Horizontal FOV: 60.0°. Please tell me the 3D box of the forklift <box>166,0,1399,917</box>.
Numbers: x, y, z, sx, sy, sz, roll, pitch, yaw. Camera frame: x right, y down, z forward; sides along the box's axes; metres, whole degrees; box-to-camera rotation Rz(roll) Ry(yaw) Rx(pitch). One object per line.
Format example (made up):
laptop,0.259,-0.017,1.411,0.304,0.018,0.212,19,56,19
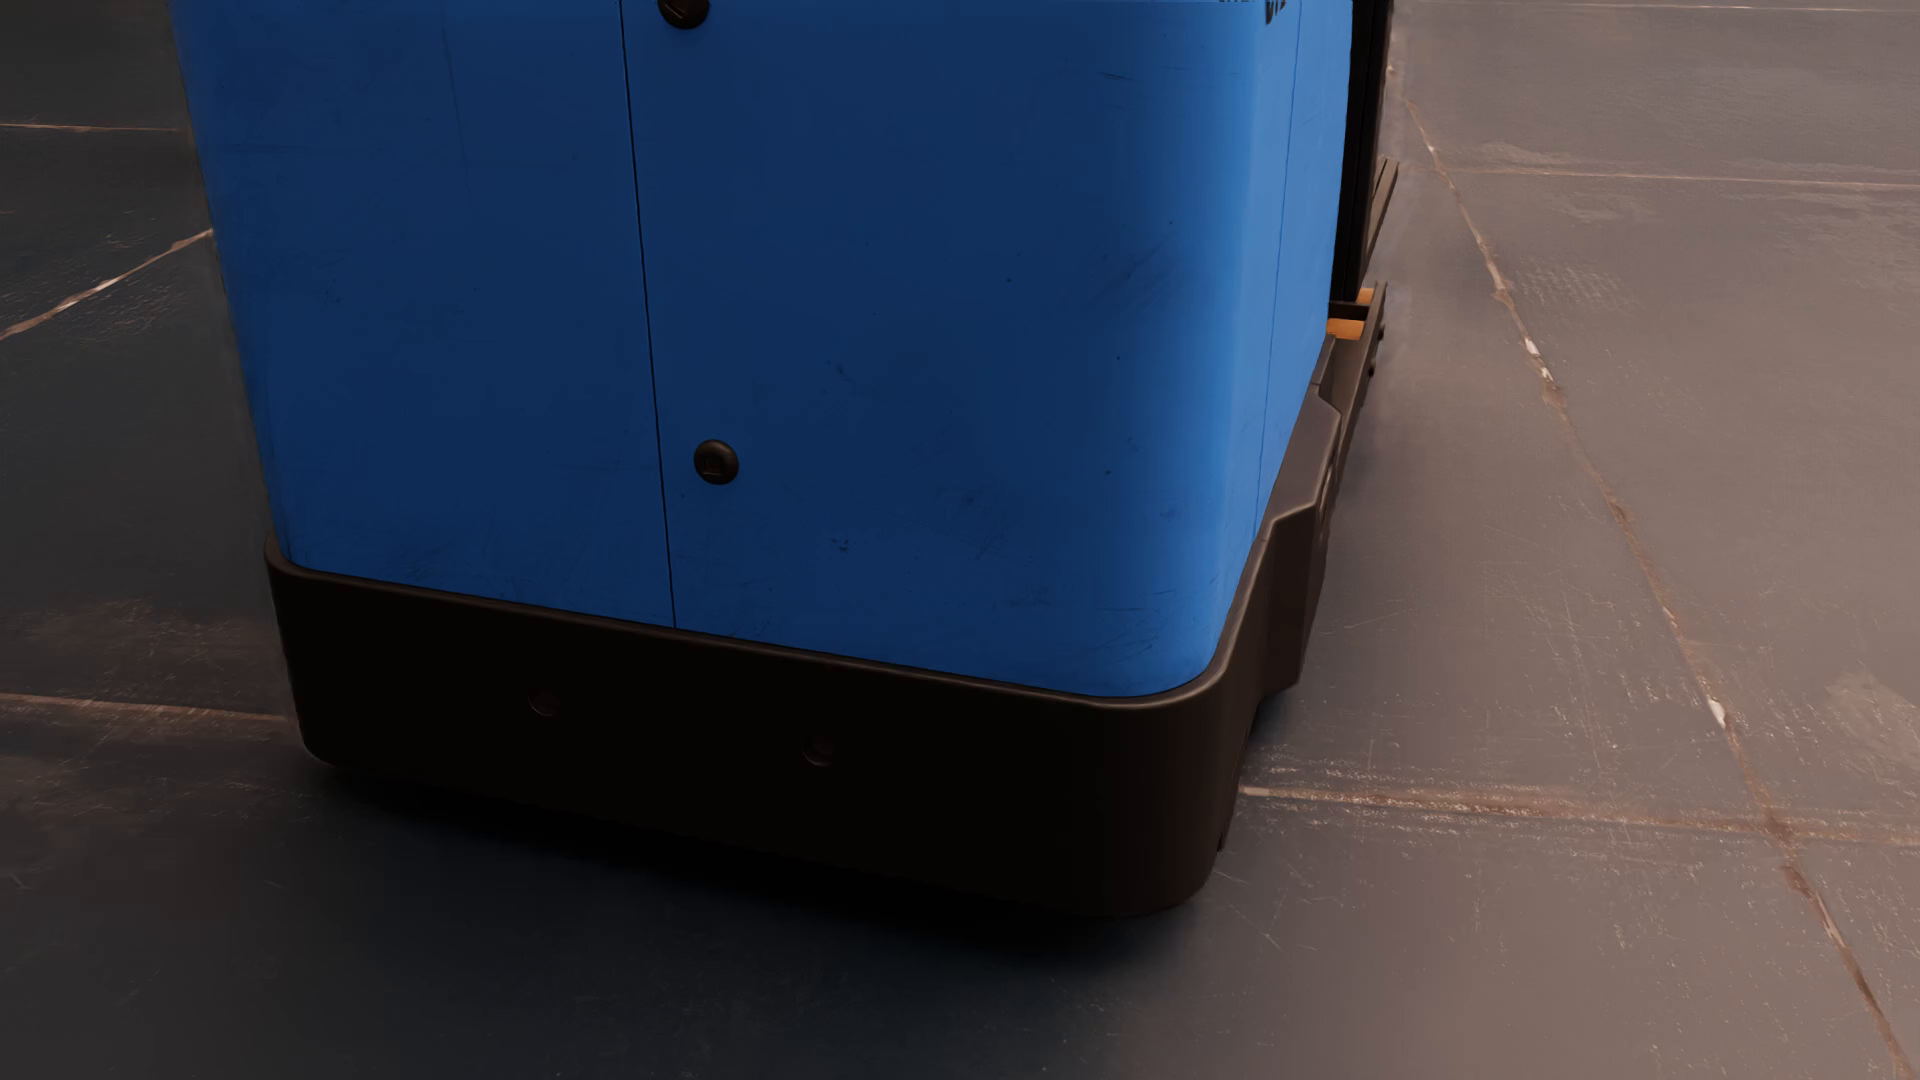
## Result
forklift,0.171,-1.585,2.393,1.130,2.935,3.031,8,28,15
